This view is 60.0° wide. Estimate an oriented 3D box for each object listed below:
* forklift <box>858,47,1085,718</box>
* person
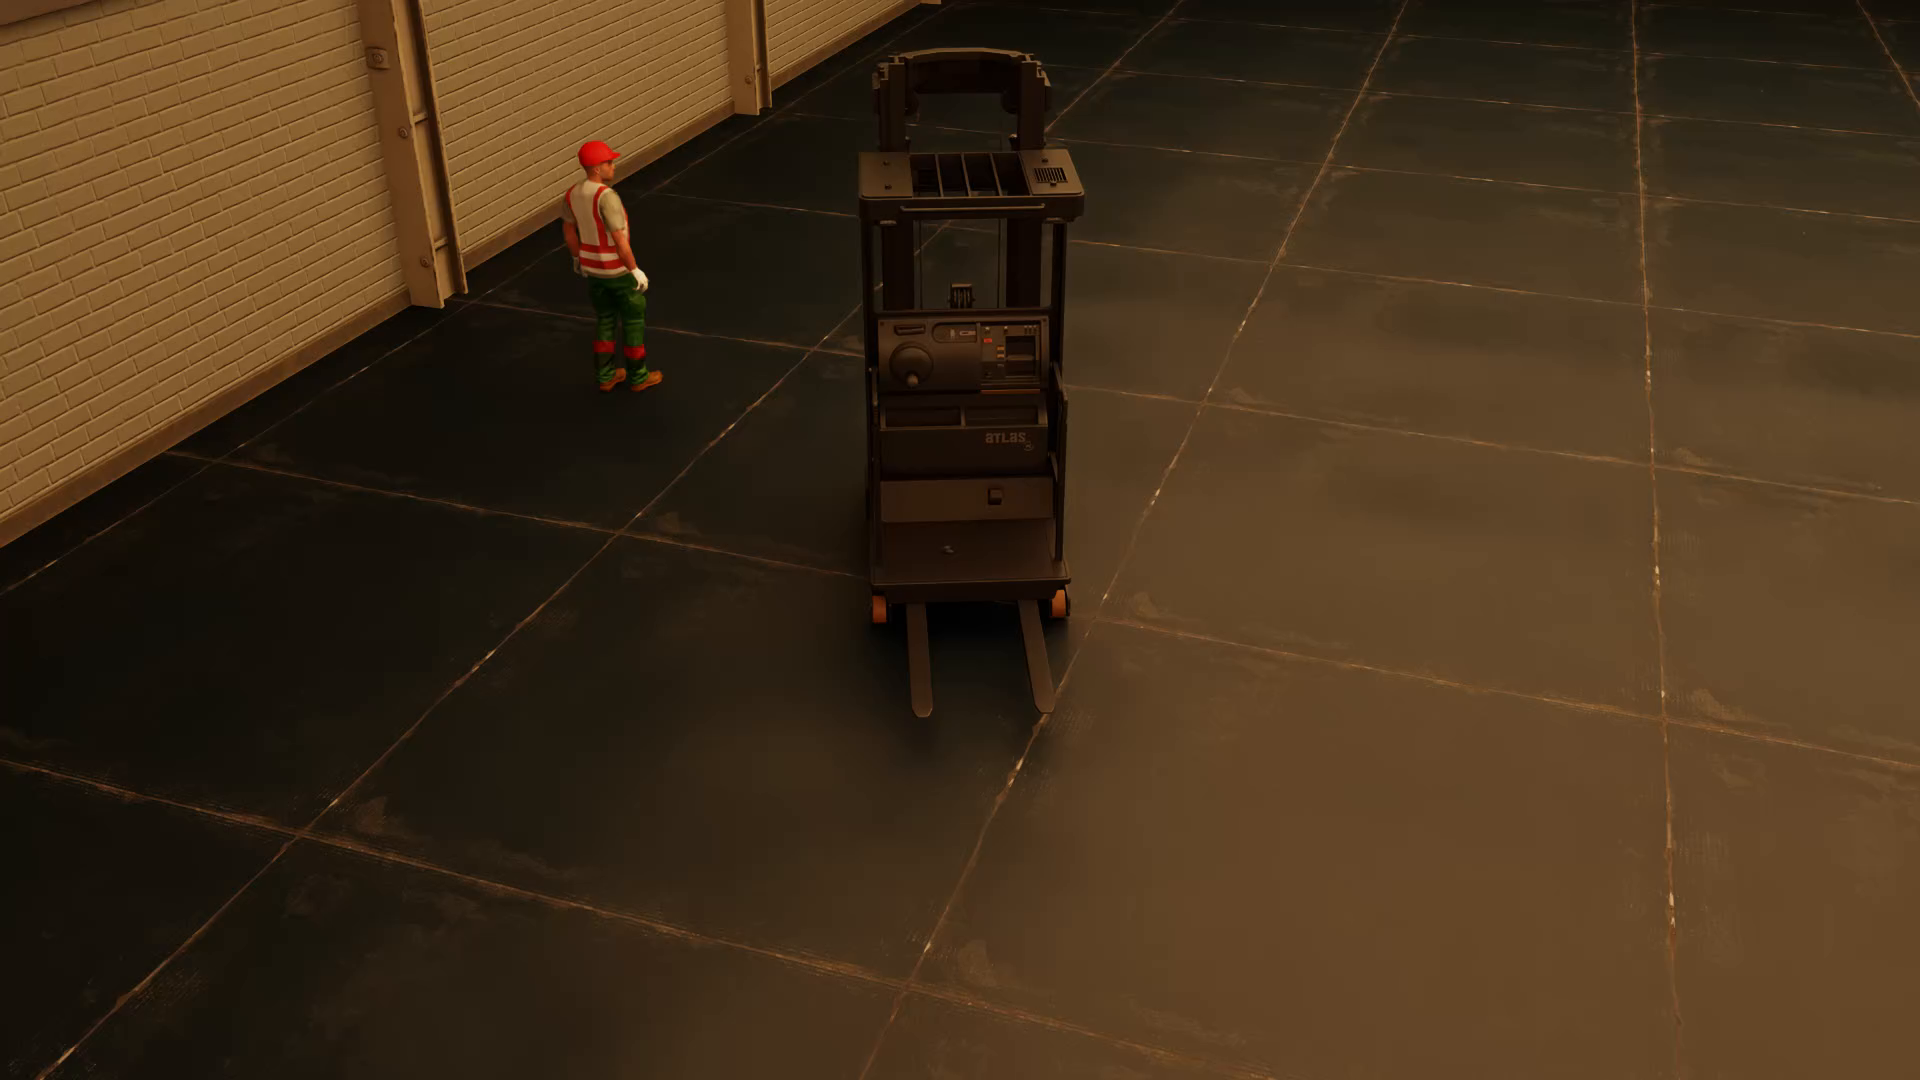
[{"bbox_3d":[0.035,-0.972,8.842,1.130,2.935,3.031,-2,30,-3],"label":"forklift"},{"bbox_3d":[-2.421,-1.913,11.652,0.705,1.788,0.426,18,34,29],"label":"person"}]
